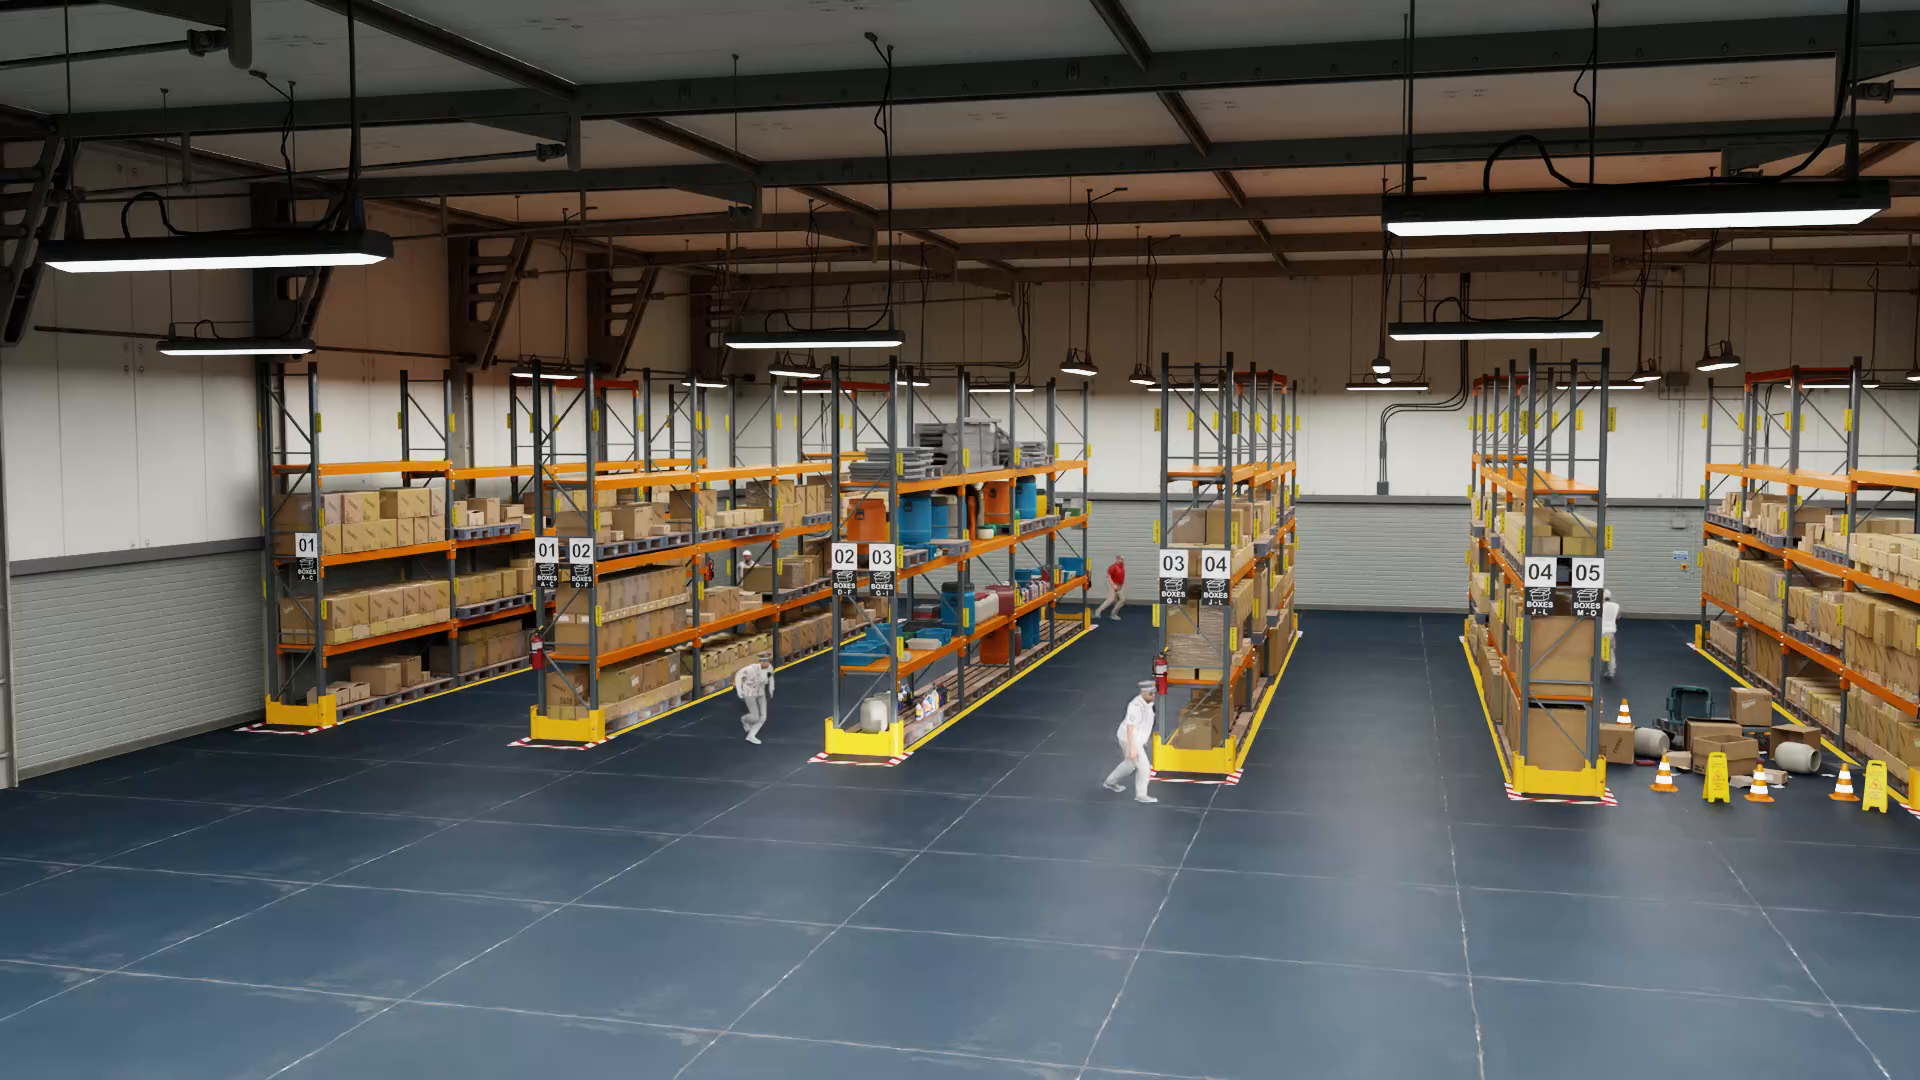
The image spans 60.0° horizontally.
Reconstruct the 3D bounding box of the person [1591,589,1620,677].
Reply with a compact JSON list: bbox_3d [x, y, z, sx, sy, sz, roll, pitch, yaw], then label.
[{"bbox_3d":[12.663,1.830,32.657,0.632,1.725,0.975,1,4,8],"label":"person"}]

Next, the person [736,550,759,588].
[{"bbox_3d":[-5.401,1.153,42.372,0.751,1.793,0.676,0,4,-6],"label":"person"}]

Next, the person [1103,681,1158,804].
[{"bbox_3d":[2.241,2.638,22.066,0.886,1.630,0.663,3,5,33],"label":"person"}]

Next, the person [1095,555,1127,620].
[{"bbox_3d":[3.876,1.200,42.496,0.620,1.667,0.863,3,5,41],"label":"person"}]

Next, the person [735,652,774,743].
[{"bbox_3d":[-3.219,2.452,25.947,0.636,1.485,0.822,-3,5,-36],"label":"person"}]
